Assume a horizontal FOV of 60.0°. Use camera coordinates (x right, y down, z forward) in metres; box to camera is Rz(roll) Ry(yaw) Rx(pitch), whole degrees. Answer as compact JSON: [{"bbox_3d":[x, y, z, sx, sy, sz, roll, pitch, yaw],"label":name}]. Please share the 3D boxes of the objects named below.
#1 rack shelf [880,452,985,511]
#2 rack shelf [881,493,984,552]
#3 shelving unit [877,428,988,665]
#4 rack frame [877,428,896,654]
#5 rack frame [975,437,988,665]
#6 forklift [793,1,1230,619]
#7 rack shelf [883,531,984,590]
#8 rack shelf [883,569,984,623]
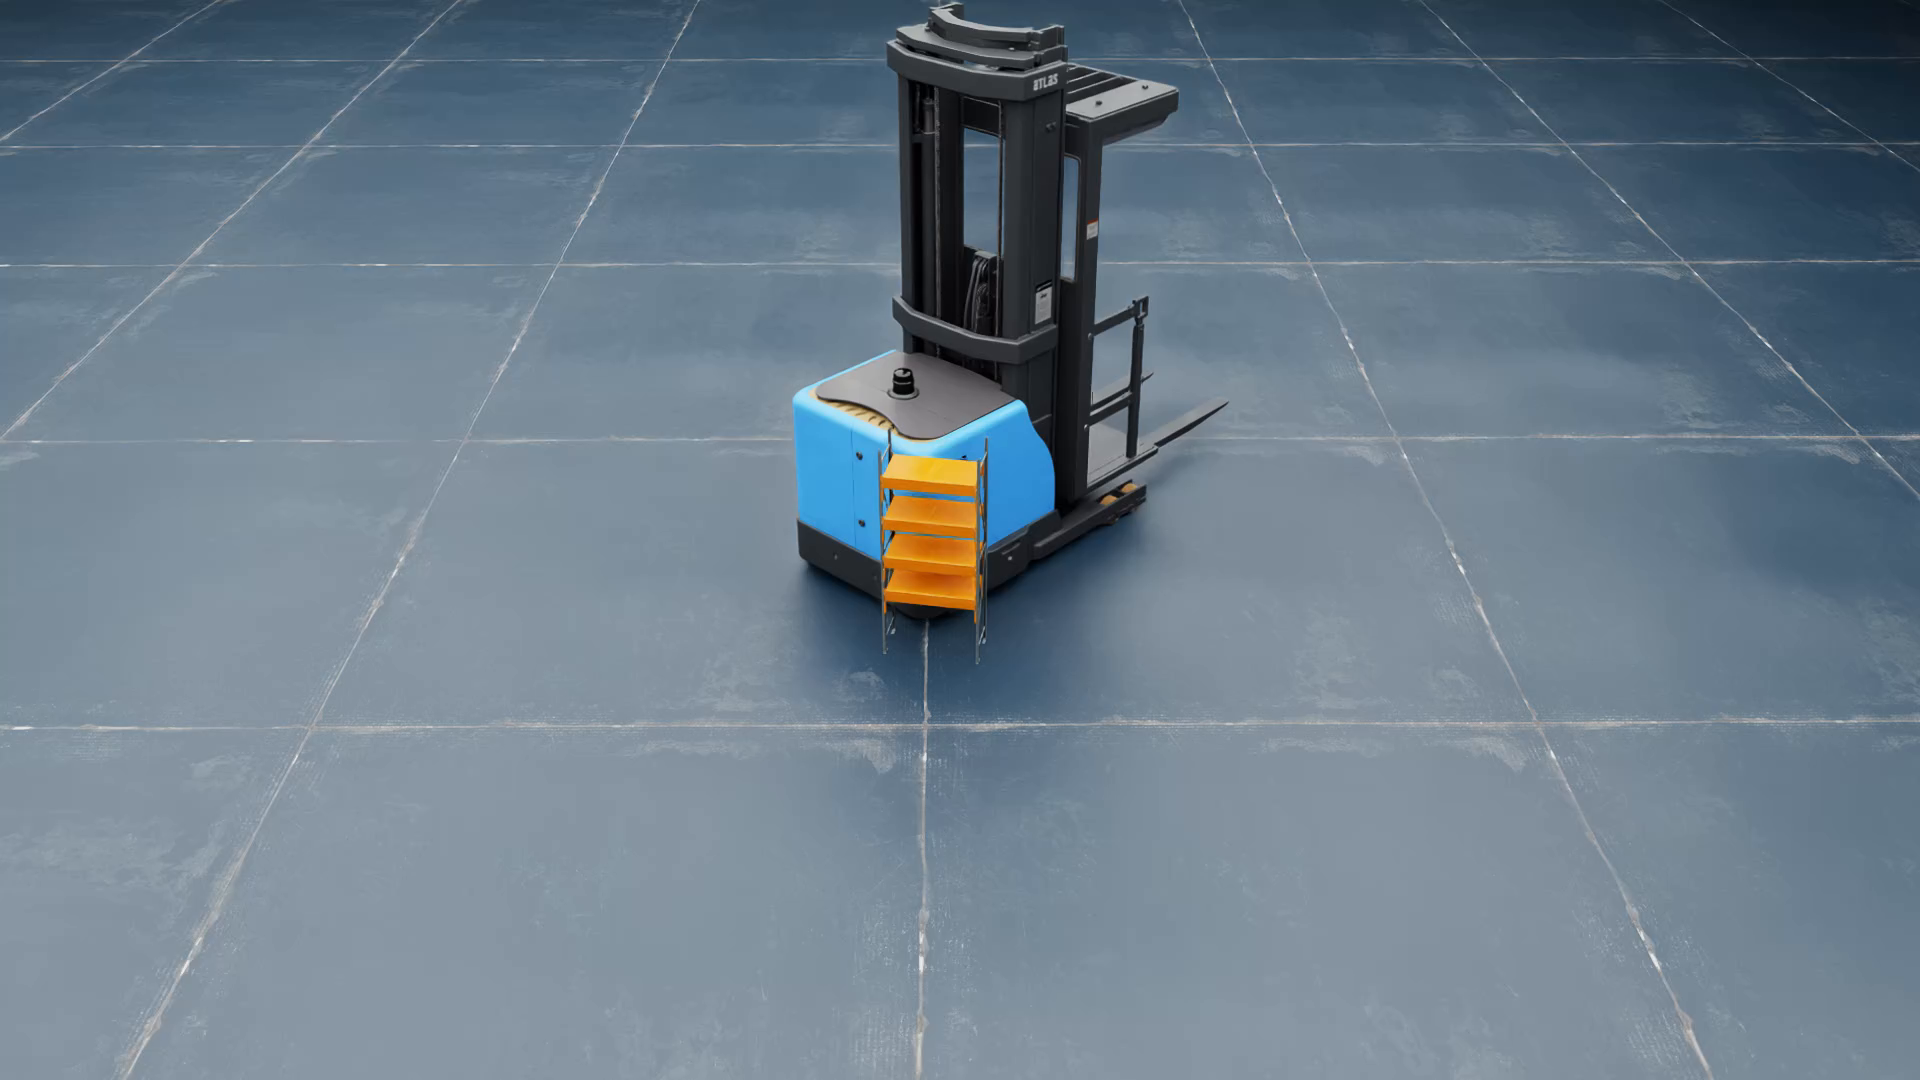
[{"bbox_3d":[-0.130,-0.291,8.205,0.480,0.148,0.258,6,32,9],"label":"rack shelf"},{"bbox_3d":[-0.130,-0.089,8.327,0.480,0.148,0.258,6,32,9],"label":"rack shelf"},{"bbox_3d":[-0.130,0.045,8.408,0.503,1.200,0.258,6,32,9],"label":"shelving unit"},{"bbox_3d":[-0.369,0.021,8.448,0.015,1.200,0.240,6,32,9],"label":"rack frame"},{"bbox_3d":[0.110,0.069,8.369,0.015,1.200,0.240,6,32,9],"label":"rack frame"},{"bbox_3d":[0.462,-1.510,9.303,1.130,2.935,3.031,26,40,36],"label":"forklift"},{"bbox_3d":[-0.130,0.102,8.443,0.480,0.148,0.258,6,32,9],"label":"rack shelf"},{"bbox_3d":[-0.130,0.272,8.546,0.480,0.148,0.258,6,32,9],"label":"rack shelf"}]
